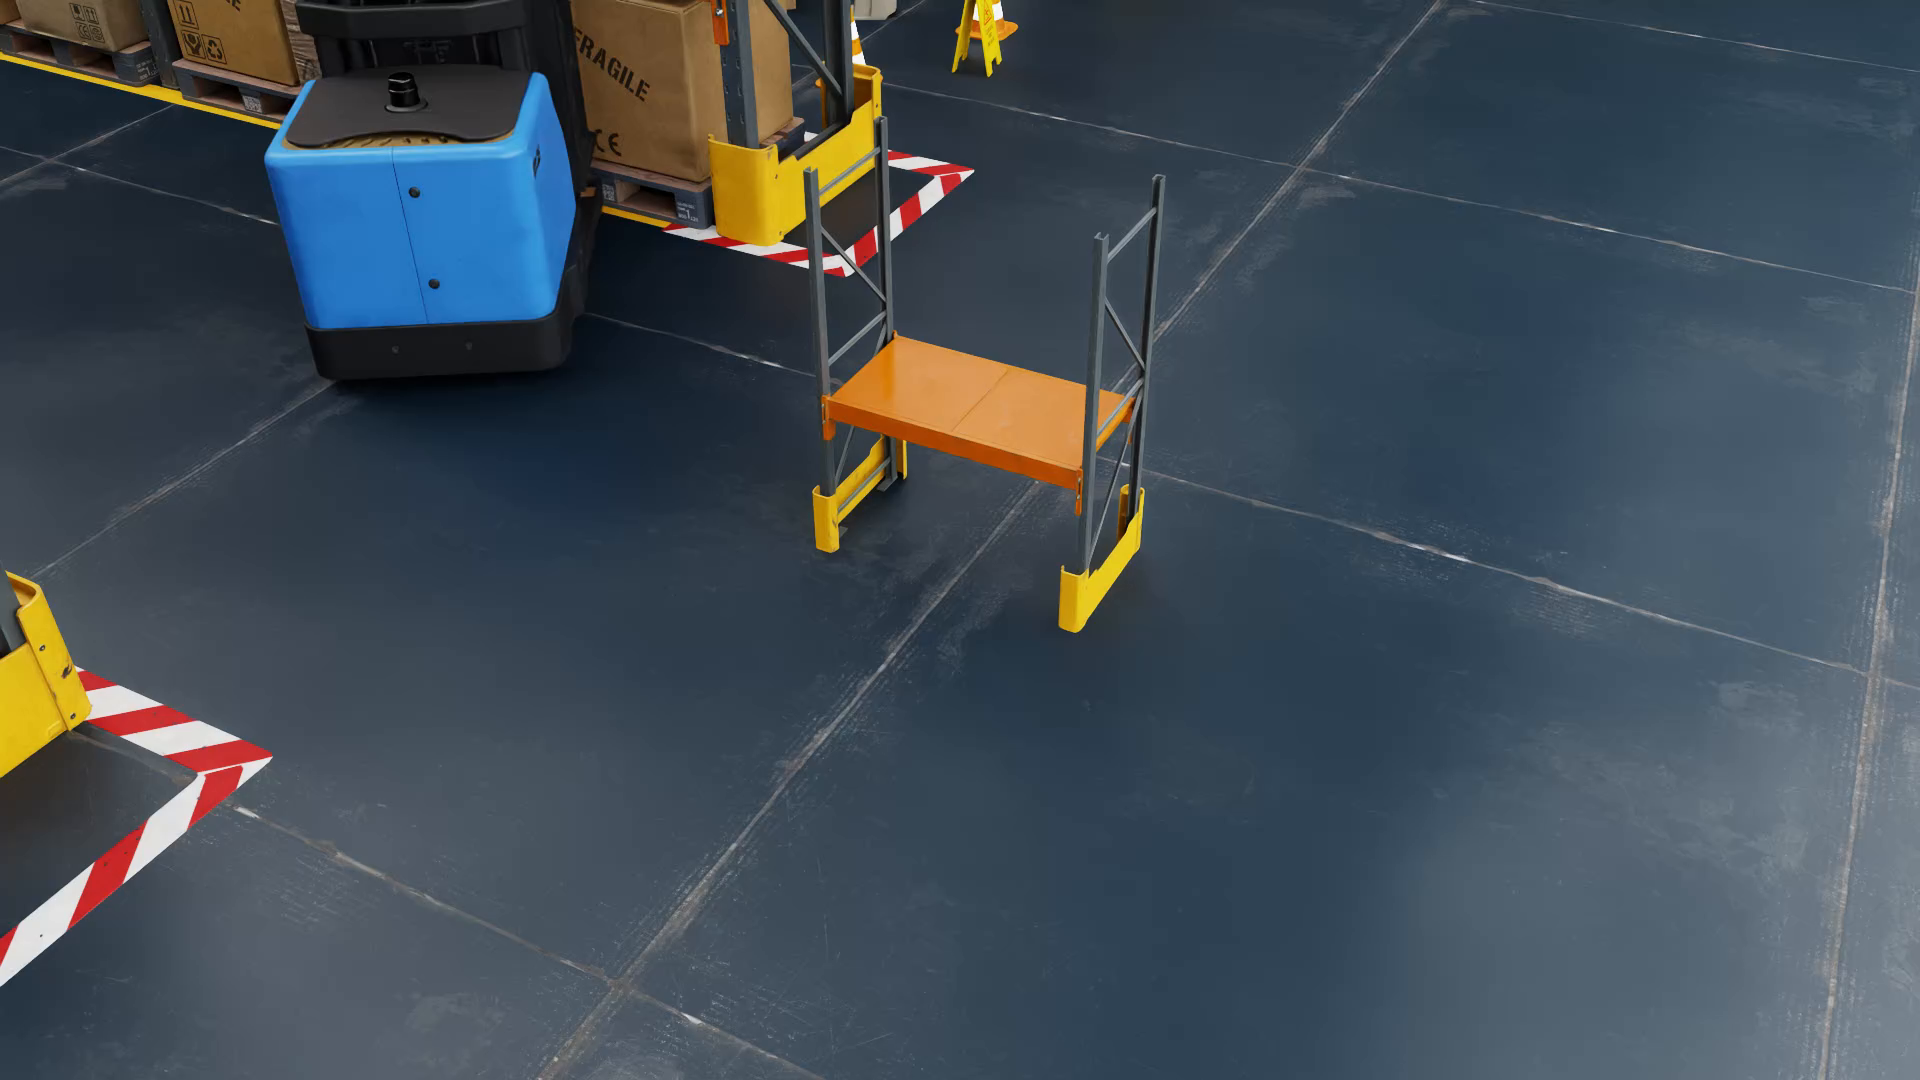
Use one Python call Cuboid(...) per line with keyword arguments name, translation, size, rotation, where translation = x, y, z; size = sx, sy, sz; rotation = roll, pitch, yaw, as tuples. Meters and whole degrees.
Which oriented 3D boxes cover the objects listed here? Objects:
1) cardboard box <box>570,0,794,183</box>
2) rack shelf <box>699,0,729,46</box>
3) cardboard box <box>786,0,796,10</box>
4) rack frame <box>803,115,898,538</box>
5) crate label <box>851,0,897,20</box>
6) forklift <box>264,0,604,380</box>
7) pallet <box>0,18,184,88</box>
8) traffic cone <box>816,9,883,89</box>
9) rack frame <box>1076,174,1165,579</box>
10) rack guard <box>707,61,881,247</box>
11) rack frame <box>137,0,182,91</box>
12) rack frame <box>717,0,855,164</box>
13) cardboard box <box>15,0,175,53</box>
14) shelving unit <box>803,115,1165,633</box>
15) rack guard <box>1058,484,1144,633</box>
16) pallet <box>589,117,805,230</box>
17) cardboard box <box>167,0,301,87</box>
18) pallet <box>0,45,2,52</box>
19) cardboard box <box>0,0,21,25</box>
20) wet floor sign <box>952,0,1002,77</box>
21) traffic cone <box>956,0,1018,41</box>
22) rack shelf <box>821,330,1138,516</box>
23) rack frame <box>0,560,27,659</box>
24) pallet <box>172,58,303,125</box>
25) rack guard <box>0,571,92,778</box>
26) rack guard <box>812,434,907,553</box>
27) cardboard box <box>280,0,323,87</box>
Cuboid(name="cardboard box", translation=(-1.467, -2.460, 8.420), size=(0.875, 0.875, 0.875), rotation=(18, 41, 22))
Cuboid(name="rack shelf", translation=(-2.610, -3.256, 8.653), size=(4.000, 0.370, 1.077), rotation=(17, 41, 21))
Cuboid(name="cardboard box", translation=(-1.372, -3.807, 10.849), size=(0.637, 0.503, 0.797), rotation=(-8, 38, -10))
Cuboid(name="rack frame", translation=(-0.376, -0.715, 5.952), size=(0.032, 1.500, 0.500), rotation=(17, 41, 21))
Cuboid(name="crate label", translation=(-0.558, -3.453, 10.686), size=(0.298, 0.136, 0.250), rotation=(-2, 37, -2))
Cuboid(name="forklift", translation=(-2.345, -2.720, 7.409), size=(1.130, 2.935, 3.031), rotation=(-3, 37, -4))
Cuboid(name="pallet", translation=(-5.106, -3.162, 10.241), size=(1.213, 0.211, 1.003), rotation=(17, 41, 21))
Cuboid(name="traffic cone", translation=(-0.653, -2.886, 9.669), size=(0.334, 0.463, 0.336), rotation=(17, 41, 21))
Cuboid(name="rack frame", translation=(0.527, -0.432, 5.579), size=(0.032, 1.500, 0.500), rotation=(17, 41, 21))
Cuboid(name="rack guard", translation=(-0.813, -1.984, 8.450), size=(0.348, 0.500, 1.175), rotation=(17, 41, 21))
Cuboid(name="rack frame", translation=(-4.386, -4.098, 9.168), size=(0.127, 3.000, 1.000), rotation=(17, 41, 21))
Cuboid(name="rack frame", translation=(-0.834, -2.986, 7.703), size=(0.127, 3.000, 1.000), rotation=(17, 41, 21))
Cuboid(name="cardboard box", translation=(-4.979, -3.494, 9.885), size=(0.750, 0.750, 1.050), rotation=(17, 40, 21))
Cuboid(name="shelving unit", translation=(0.068, -0.576, 5.769), size=(1.083, 1.500, 0.587), rotation=(17, 41, 21))
Cuboid(name="rack guard", translation=(0.510, 0.060, 5.964), size=(0.087, 0.250, 0.587), rotation=(17, 41, 21))
Cuboid(name="pallet", translation=(-1.580, -2.056, 8.784), size=(1.213, 0.211, 1.003), rotation=(17, 41, 21))
Cuboid(name="cardboard box", translation=(-3.860, -3.207, 9.404), size=(0.875, 0.875, 0.875), rotation=(18, 41, 22))
Cuboid(name="pallet", translation=(-6.194, -3.500, 10.687), size=(1.213, 0.211, 1.003), rotation=(17, 41, 21))
Cuboid(name="cardboard box", translation=(-5.834, -3.764, 10.241), size=(0.750, 0.750, 1.050), rotation=(17, 41, 21))
Cuboid(name="wet floor sign", translation=(0.102, -3.103, 9.805), size=(0.232, 0.644, 0.267), rotation=(11, 38, 14))
Cuboid(name="traffic cone", translation=(0.169, -3.398, 10.344), size=(0.334, 0.463, 0.336), rotation=(17, 41, 21))
Cuboid(name="rack shelf", translation=(0.076, -0.430, 5.874), size=(1.000, 0.185, 0.538), rotation=(17, 41, 21))
Cuboid(name="rack frame", translation=(-3.205, -0.351, 4.232), size=(0.127, 3.000, 1.000), rotation=(17, 41, 21))
Cuboid(name="pallet", translation=(-3.747, -2.734, 9.677), size=(1.213, 0.211, 1.003), rotation=(17, 41, 21))
Cuboid(name="rack guard", translation=(-3.273, 0.623, 5.015), size=(0.348, 0.500, 1.175), rotation=(17, 41, 21))
Cuboid(name="rack guard", translation=(-0.375, -0.217, 6.329), size=(0.087, 0.250, 0.587), rotation=(17, 41, 21))
Cuboid(name="cardboard box", translation=(-3.058, -2.958, 9.076), size=(0.875, 0.875, 0.875), rotation=(18, 41, 22))
